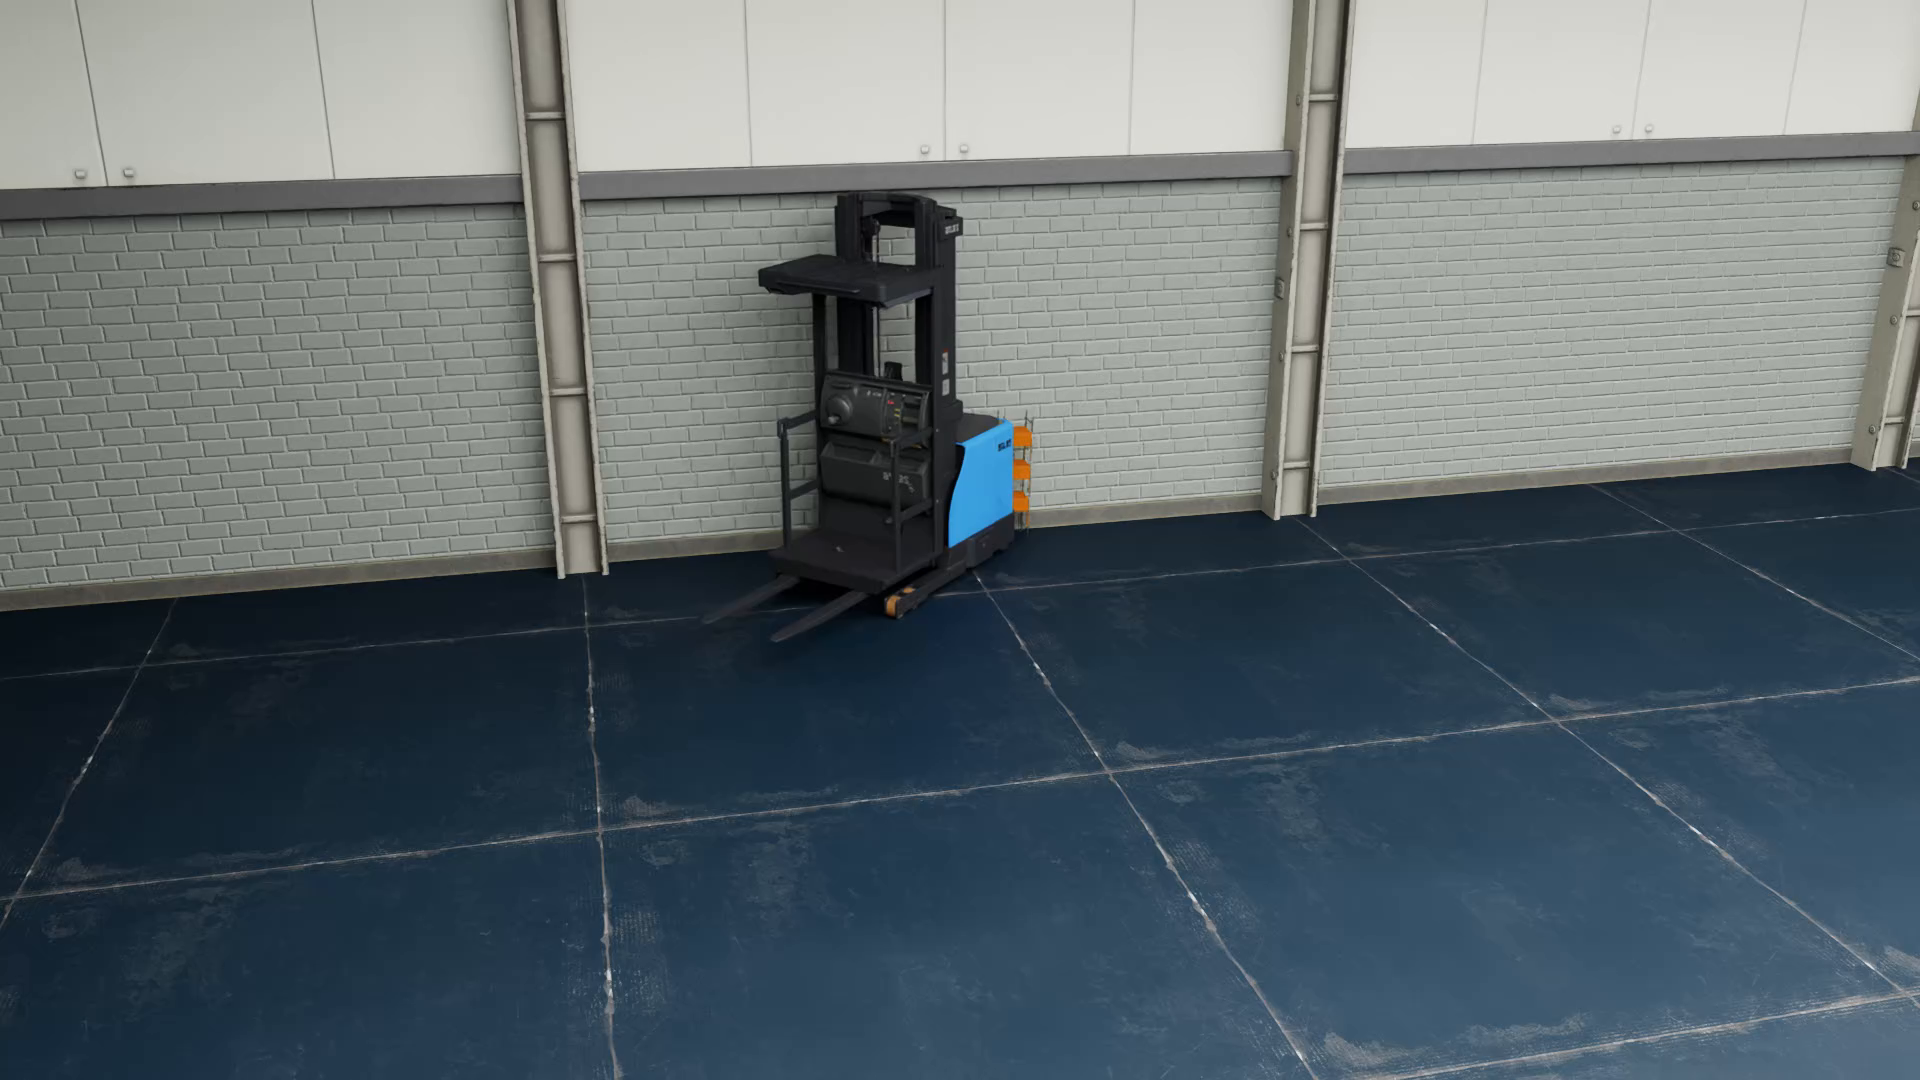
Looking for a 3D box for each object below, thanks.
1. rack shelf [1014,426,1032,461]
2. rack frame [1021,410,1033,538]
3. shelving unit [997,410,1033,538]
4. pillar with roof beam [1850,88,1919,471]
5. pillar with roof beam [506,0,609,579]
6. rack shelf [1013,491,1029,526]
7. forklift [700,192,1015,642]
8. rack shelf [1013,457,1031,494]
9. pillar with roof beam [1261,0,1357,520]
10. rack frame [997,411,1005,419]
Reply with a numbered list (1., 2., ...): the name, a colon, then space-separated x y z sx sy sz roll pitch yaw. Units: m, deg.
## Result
1. rack shelf: 0.444 -0.798 13.658 0.240 0.259 0.215 -3 20 -14
2. rack frame: 0.555 -0.546 13.777 0.008 1.050 0.200 -3 20 -14
3. shelving unit: 0.436 -0.540 13.748 0.252 1.050 0.215 -3 20 -14
4. pillar with roof beam: 9.683 -3.499 10.283 0.400 9.000 9.100 -5 21 -12
5. pillar with roof beam: -1.995 -2.549 7.690 0.400 9.000 9.100 -5 21 -12
6. rack shelf: 0.428 -0.268 13.844 0.240 0.259 0.215 -3 20 -14
7. forklift: -0.749 -0.982 12.234 1.130 2.935 3.031 12 23 29
8. rack shelf: 0.436 -0.530 13.752 0.240 0.259 0.215 -3 20 -14
9. pillar with roof beam: 3.844 -3.024 8.987 0.400 9.000 9.100 -5 21 -12
10. rack frame: 0.318 -0.534 13.720 0.008 1.050 0.200 -3 20 -14
